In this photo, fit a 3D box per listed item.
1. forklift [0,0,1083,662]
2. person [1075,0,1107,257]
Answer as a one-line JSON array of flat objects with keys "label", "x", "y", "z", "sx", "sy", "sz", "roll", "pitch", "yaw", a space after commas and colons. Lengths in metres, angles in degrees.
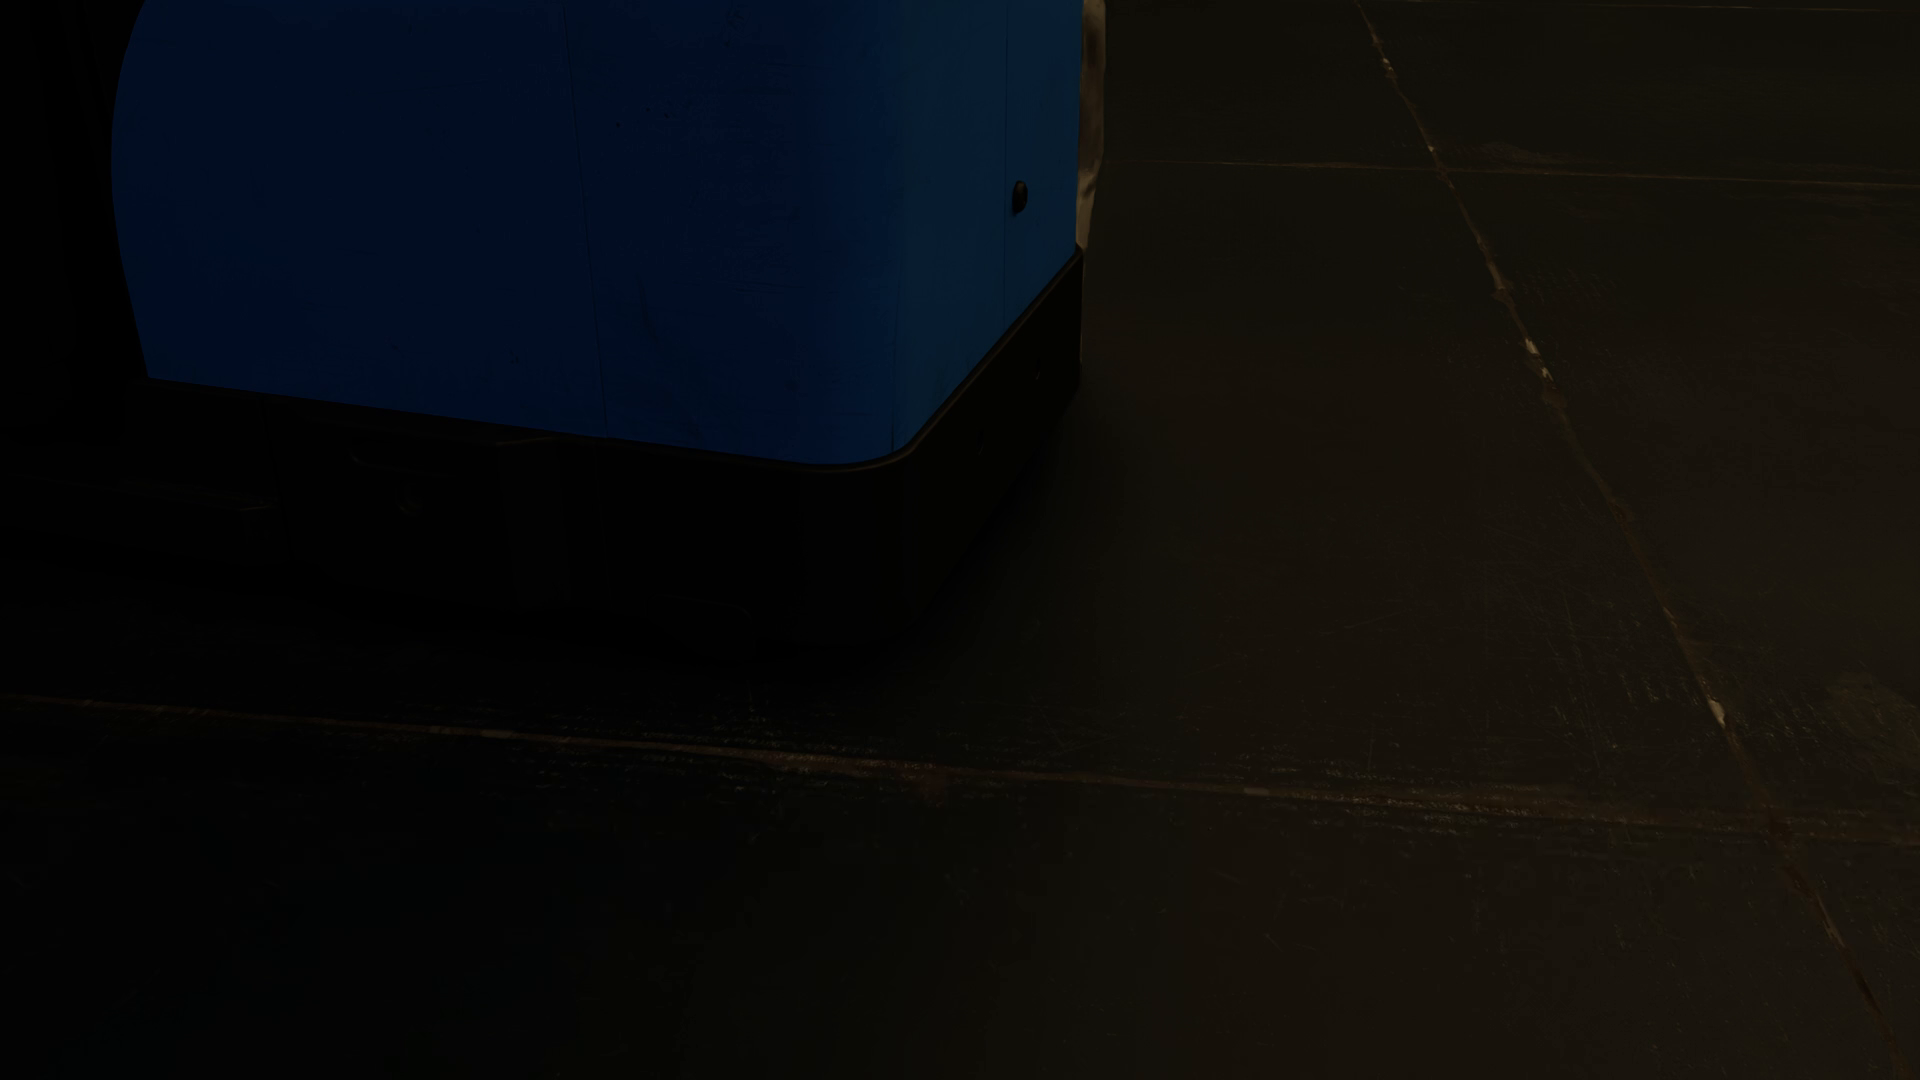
[{"label": "forklift", "x": -1.370, "y": -1.529, "z": 2.282, "sx": 3.031, "sy": 2.935, "sz": 1.130, "roll": 8, "pitch": 28, "yaw": 16}, {"label": "person", "x": -0.198, "y": -1.047, "z": 3.070, "sx": 0.997, "sy": 1.508, "sz": 0.764, "roll": -5, "pitch": 27, "yaw": -11}]
